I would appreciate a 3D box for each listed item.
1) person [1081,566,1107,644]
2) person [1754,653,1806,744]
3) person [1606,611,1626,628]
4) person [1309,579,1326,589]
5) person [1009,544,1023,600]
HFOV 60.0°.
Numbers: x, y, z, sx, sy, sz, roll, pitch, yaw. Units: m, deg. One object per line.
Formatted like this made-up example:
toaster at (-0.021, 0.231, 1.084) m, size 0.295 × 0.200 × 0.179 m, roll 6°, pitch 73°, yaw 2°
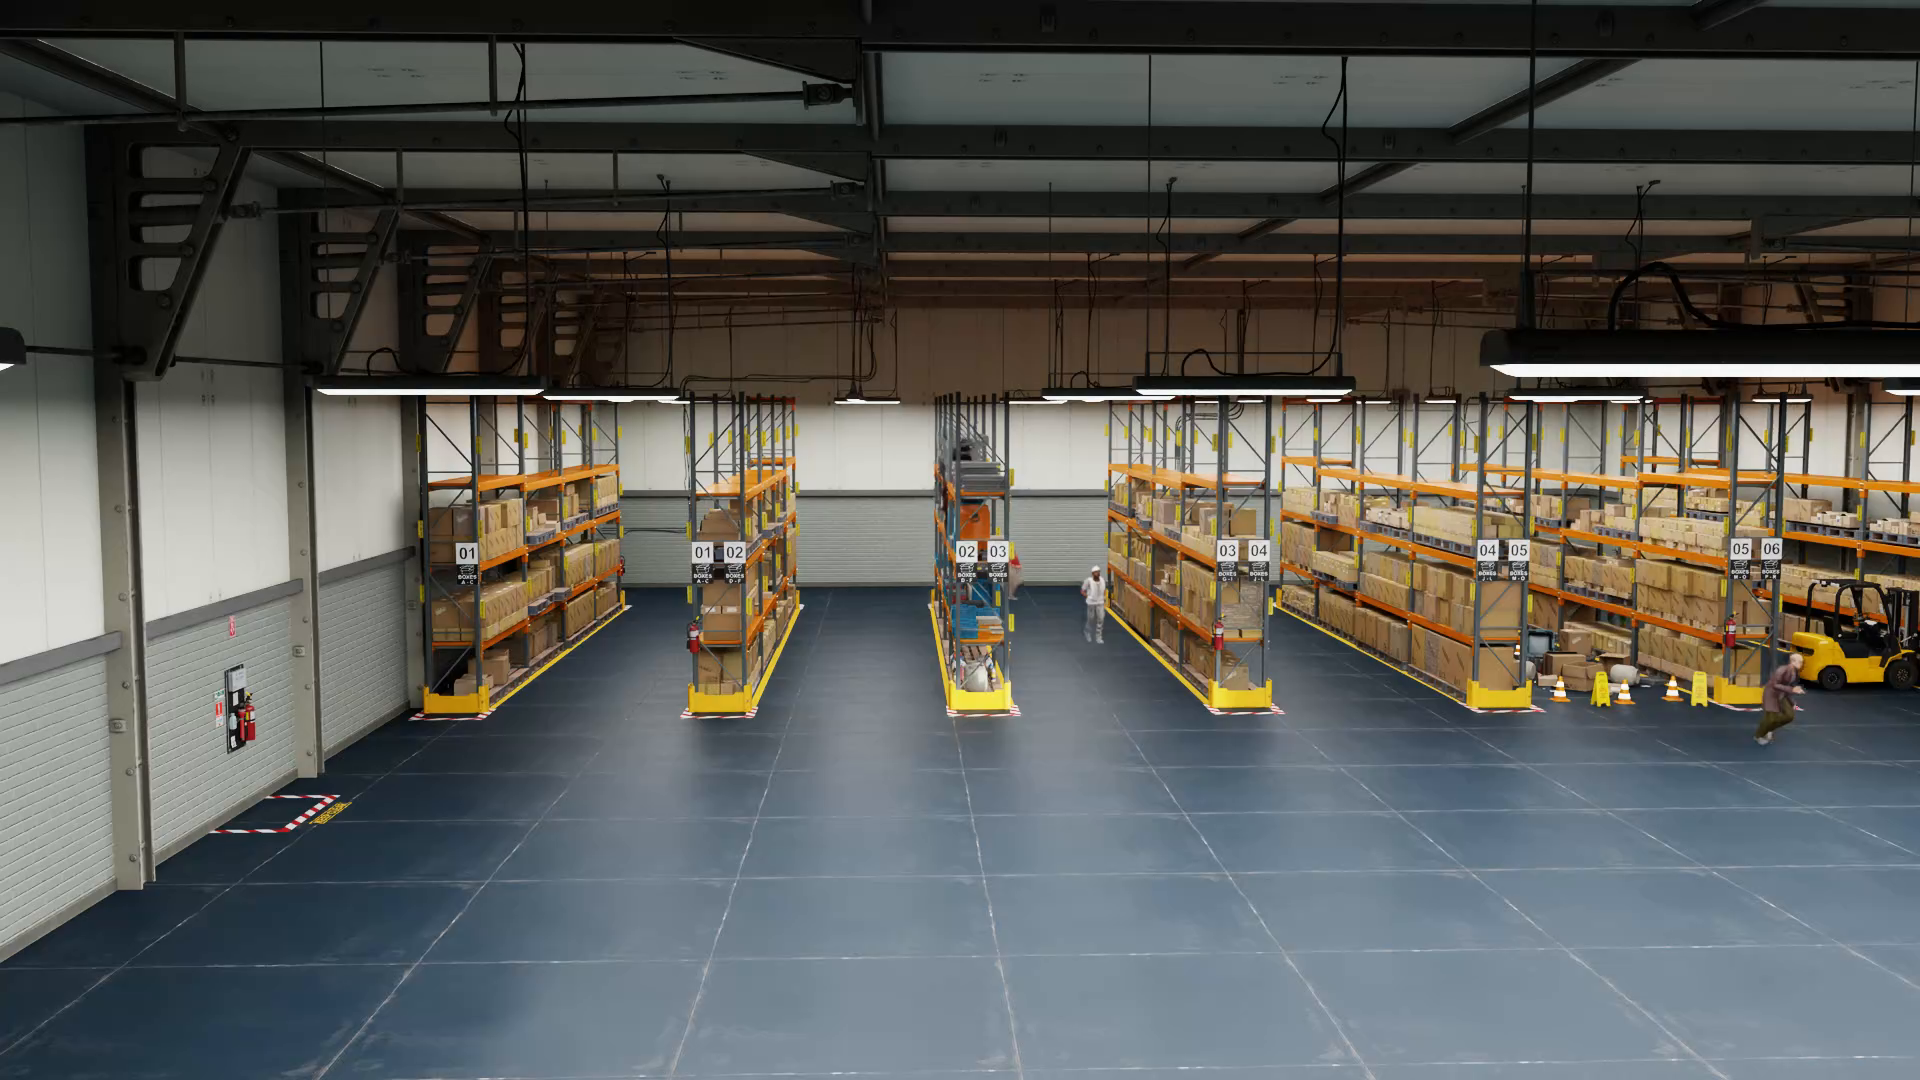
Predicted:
person at (3.124, 1.504, 38.503) m, size 0.683 × 1.800 × 0.835 m, roll -1°, pitch 5°, yaw -18°
person at (13.865, 2.674, 28.043) m, size 0.742 × 1.602 × 0.943 m, roll -3°, pitch 5°, yaw -30°
person at (16.914, 1.417, 42.754) m, size 0.616 × 1.851 × 0.792 m, roll -1°, pitch 5°, yaw -12°
person at (10.547, 1.002, 48.946) m, size 0.662 × 1.592 × 0.506 m, roll -1°, pitch 5°, yaw -15°
person at (1.581, 0.929, 49.504) m, size 0.599 × 1.685 × 0.664 m, roll 2°, pitch 5°, yaw 19°
